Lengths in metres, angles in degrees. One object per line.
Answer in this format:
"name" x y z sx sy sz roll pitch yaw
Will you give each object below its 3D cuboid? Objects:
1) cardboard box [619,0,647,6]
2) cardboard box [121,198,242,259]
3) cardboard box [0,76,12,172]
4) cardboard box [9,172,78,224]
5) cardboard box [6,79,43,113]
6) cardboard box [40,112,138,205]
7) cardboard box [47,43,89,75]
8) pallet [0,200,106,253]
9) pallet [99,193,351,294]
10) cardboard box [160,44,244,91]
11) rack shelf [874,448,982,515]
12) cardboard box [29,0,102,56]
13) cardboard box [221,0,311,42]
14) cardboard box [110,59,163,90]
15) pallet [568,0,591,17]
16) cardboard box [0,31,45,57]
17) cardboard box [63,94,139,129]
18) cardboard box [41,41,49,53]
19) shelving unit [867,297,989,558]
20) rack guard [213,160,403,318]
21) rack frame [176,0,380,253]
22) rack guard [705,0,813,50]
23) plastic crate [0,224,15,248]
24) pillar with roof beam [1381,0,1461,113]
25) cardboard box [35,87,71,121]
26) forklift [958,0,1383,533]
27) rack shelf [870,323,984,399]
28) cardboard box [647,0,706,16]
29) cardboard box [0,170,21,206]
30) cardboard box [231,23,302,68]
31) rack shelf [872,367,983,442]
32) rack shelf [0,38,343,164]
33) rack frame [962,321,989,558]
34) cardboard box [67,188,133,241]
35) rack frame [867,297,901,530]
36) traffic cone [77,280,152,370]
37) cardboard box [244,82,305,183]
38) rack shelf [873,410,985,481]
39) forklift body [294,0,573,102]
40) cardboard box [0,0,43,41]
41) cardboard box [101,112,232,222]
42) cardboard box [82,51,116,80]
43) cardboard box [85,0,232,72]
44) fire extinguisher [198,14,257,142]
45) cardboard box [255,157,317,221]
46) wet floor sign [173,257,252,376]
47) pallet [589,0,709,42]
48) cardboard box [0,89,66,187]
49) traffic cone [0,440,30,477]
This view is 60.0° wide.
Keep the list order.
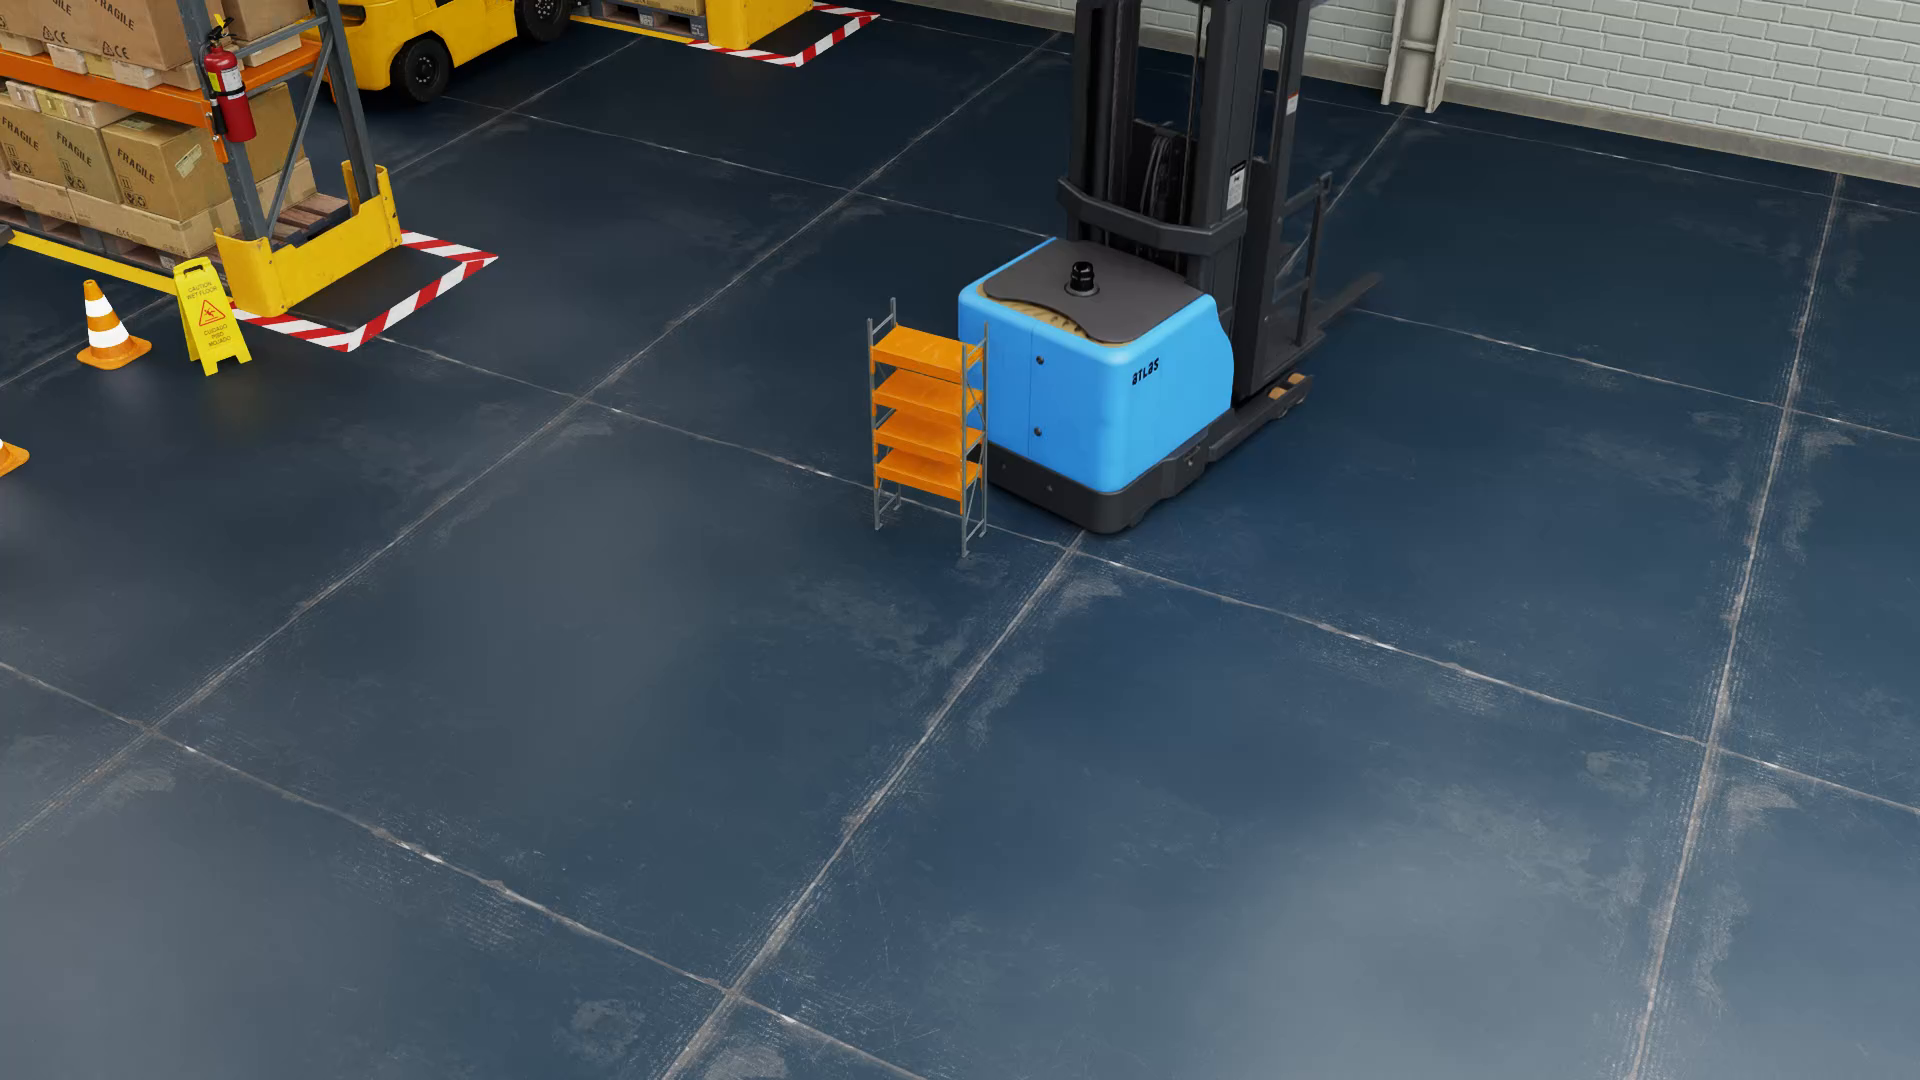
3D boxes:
"cardboard box" -2.681 -4.706 13.915 0.500 0.250 0.500 17 41 21
"cardboard box" -4.824 -2.022 10.380 0.500 0.250 0.500 17 40 21
"cardboard box" -6.173 -2.750 10.718 0.500 0.500 0.500 20 41 24
"cardboard box" -5.726 -2.306 10.754 0.500 0.250 0.500 16 40 20
"cardboard box" -5.604 -2.787 10.230 0.250 0.149 0.380 19 41 23
"cardboard box" -5.257 -2.460 10.336 0.500 0.500 0.500 19 41 23
"cardboard box" -5.128 -2.901 9.819 0.250 0.149 0.380 18 41 22
"pallet" -5.813 -2.359 11.202 1.213 0.211 1.003 17 41 21
"pallet" -4.734 -2.019 10.754 1.213 0.211 1.003 17 41 21
"cardboard box" -4.392 -2.752 9.623 0.250 0.149 0.380 19 41 23
"rack shelf" -0.147 -0.312 8.128 0.480 0.148 0.258 17 41 21
"cardboard box" -5.012 -3.166 9.631 0.500 0.500 0.500 17 41 22
"cardboard box" -4.254 -3.302 9.810 0.500 0.500 0.500 17 40 21
"cardboard box" -4.668 -2.763 9.637 0.250 0.149 0.380 17 40 21
"pallet" -3.459 -4.949 14.614 1.213 0.211 1.003 17 41 21
"cardboard box" -5.560 -3.070 10.042 0.250 0.149 0.380 17 40 21
"cardboard box" -5.149 -2.641 10.038 0.250 0.149 0.380 19 41 23
"cardboard box" -5.291 -3.048 10.012 0.250 0.149 0.380 18 41 22
"shelving unit" -0.147 -0.524 7.968 0.503 1.200 0.258 17 41 21
"rack guard" -4.029 -1.889 10.344 0.348 0.500 1.175 17 41 21
"rack frame" -3.961 -2.863 9.561 0.127 3.000 1.000 17 41 21
"rack guard" -1.660 -4.527 13.820 0.348 0.500 1.175 17 41 21
"plastic crate" -6.496 -1.936 10.754 0.583 0.080 0.402 4 37 6
"pillar with roof beam" 1.463 -4.617 6.909 0.400 9.000 9.100 17 41 21
"cardboard box" -5.371 -2.713 10.133 0.250 0.149 0.380 18 41 22
"forklift" 1.311 -2.018 8.504 1.130 2.935 3.031 27 45 31
"rack shelf" -0.147 -0.837 7.730 0.480 0.148 0.258 17 41 21
"cardboard box" -2.244 -4.562 13.726 0.500 0.250 0.500 18 41 22
"cardboard box" -6.162 -2.450 10.943 0.500 0.250 0.500 17 40 21
"cardboard box" -4.168 -2.969 9.908 0.250 0.149 0.380 18 41 22
"rack shelf" -0.147 -0.649 7.873 0.480 0.148 0.258 17 41 21
"rack shelf" -5.737 -3.133 10.511 4.000 0.370 1.077 17 41 21
"rack frame" 0.070 -0.456 7.878 0.015 1.200 0.240 17 41 21
"cardboard box" -5.259 -2.164 10.566 0.500 0.250 0.500 18 41 22
"rack frame" -0.364 -0.592 8.057 0.015 1.200 0.240 17 41 21
"traffic cone" -4.936 -1.280 9.573 0.334 0.463 0.336 17 41 21
"cardboard box" -4.572 -2.613 10.538 0.500 0.500 0.500 16 40 20
"rack shelf" -0.147 -0.470 8.008 0.480 0.148 0.258 17 41 21
"forklift body" -4.205 -4.739 12.734 1.214 2.155 2.313 17 41 21
"cardboard box" -5.455 -3.307 9.817 0.500 0.500 0.500 17 40 21
"cardboard box" -4.792 -2.317 10.148 0.500 0.500 0.500 18 41 22
"cardboard box" -4.885 -2.846 9.746 0.250 0.149 0.380 17 40 21
"cardboard box" -4.570 -3.025 9.445 0.500 0.500 0.500 17 40 21
"fire extinguisher" -4.071 -2.553 9.216 0.183 0.674 0.296 17 41 21
"cardboard box" -4.550 -2.308 10.756 0.500 0.250 0.500 17 40 21
"wet floor sign" -4.284 -1.298 9.446 0.267 0.644 0.232 -29 46 -33
"pallet" -2.380 -4.609 14.167 1.213 0.211 1.003 17 41 21
"cardboard box" -5.702 -2.604 10.526 0.500 0.500 0.500 16 40 20
"traffic cone" -5.145 -0.589 8.663 0.334 0.463 0.336 17 41 21
